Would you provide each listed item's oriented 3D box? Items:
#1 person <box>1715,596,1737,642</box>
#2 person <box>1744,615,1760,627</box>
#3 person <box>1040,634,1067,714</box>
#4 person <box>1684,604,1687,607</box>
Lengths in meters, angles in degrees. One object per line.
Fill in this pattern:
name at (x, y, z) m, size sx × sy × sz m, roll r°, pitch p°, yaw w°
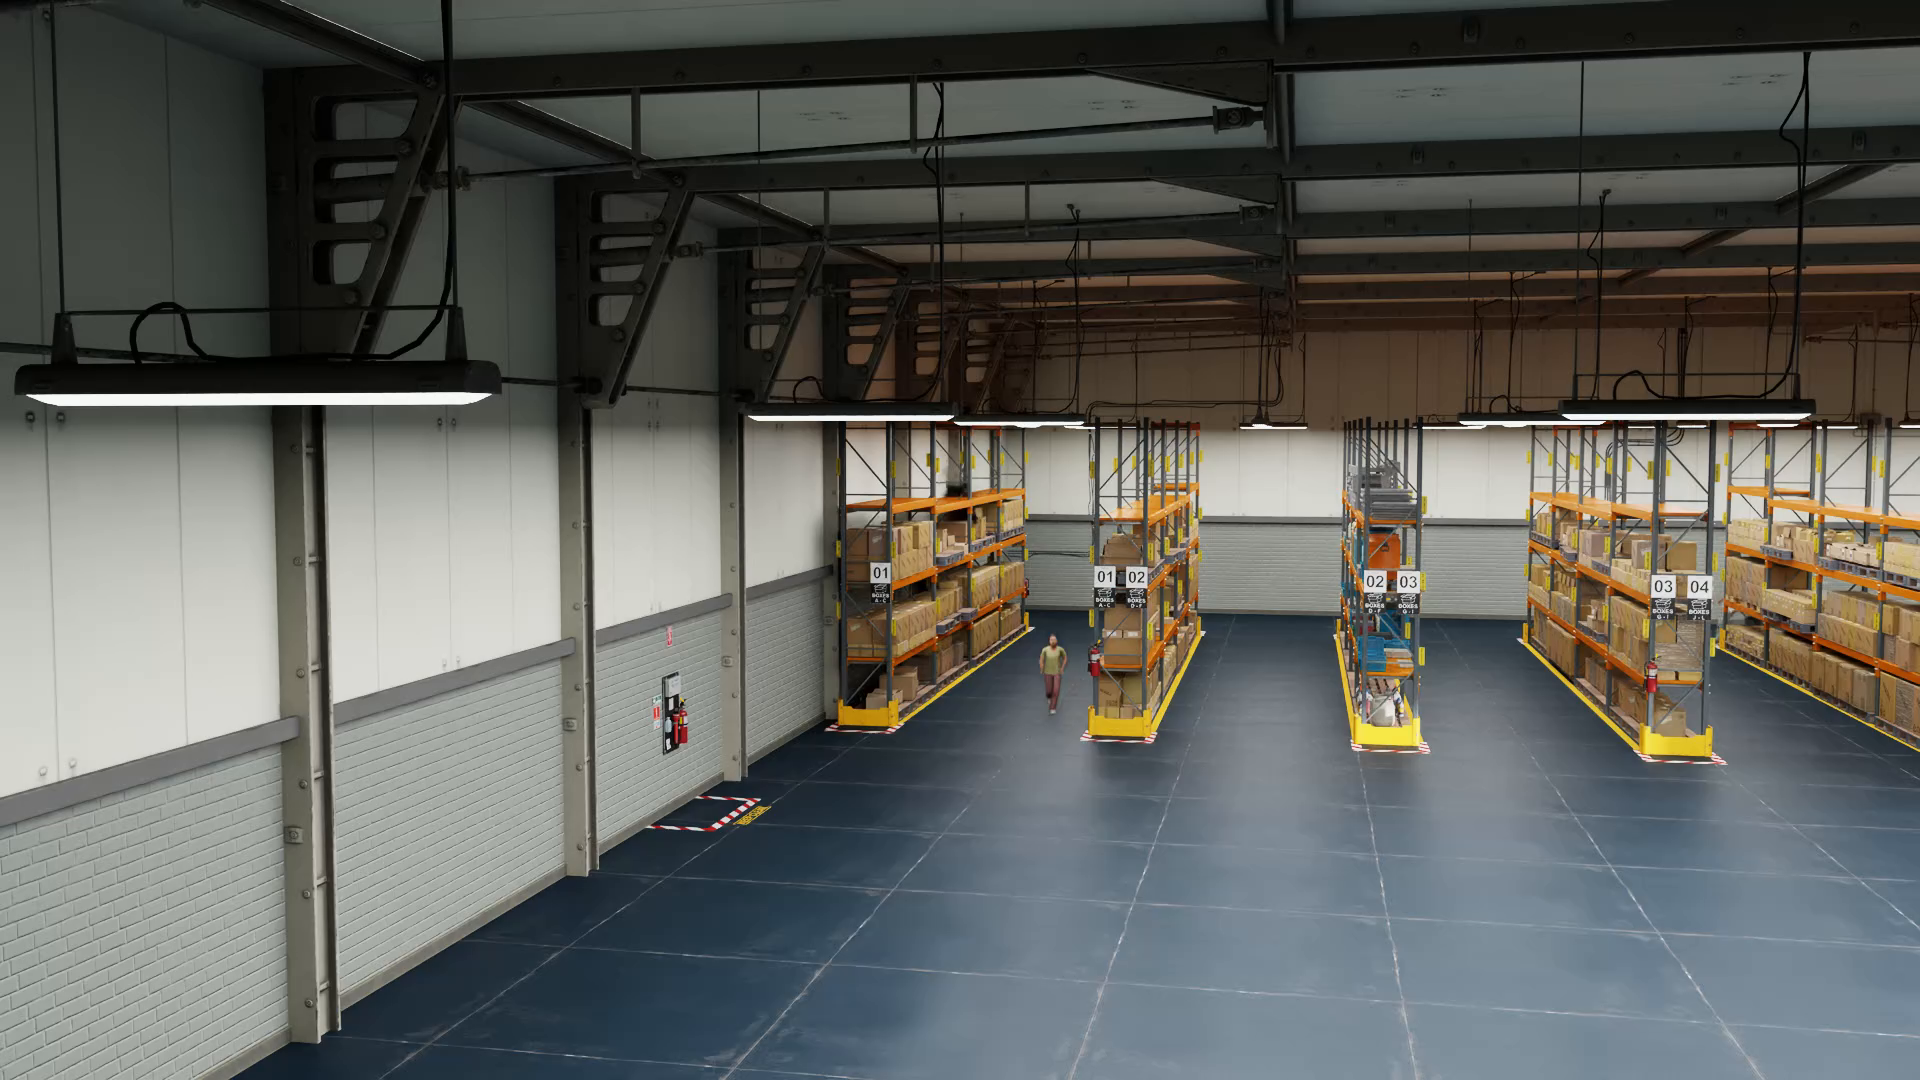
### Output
person at (20.883, 1.927, 45.260) m, size 0.873 × 1.714 × 0.767 m, roll 0°, pitch 4°, yaw 7°
person at (21.609, 1.974, 45.181) m, size 0.571 × 1.626 × 0.671 m, roll -3°, pitch 5°, yaw -42°
person at (1.909, 2.715, 33.971) m, size 0.569 × 1.621 × 0.622 m, roll 0°, pitch 4°, yaw 4°
person at (18.968, 1.997, 44.362) m, size 0.779 × 1.768 × 0.773 m, roll 3°, pitch 5°, yaw 40°
